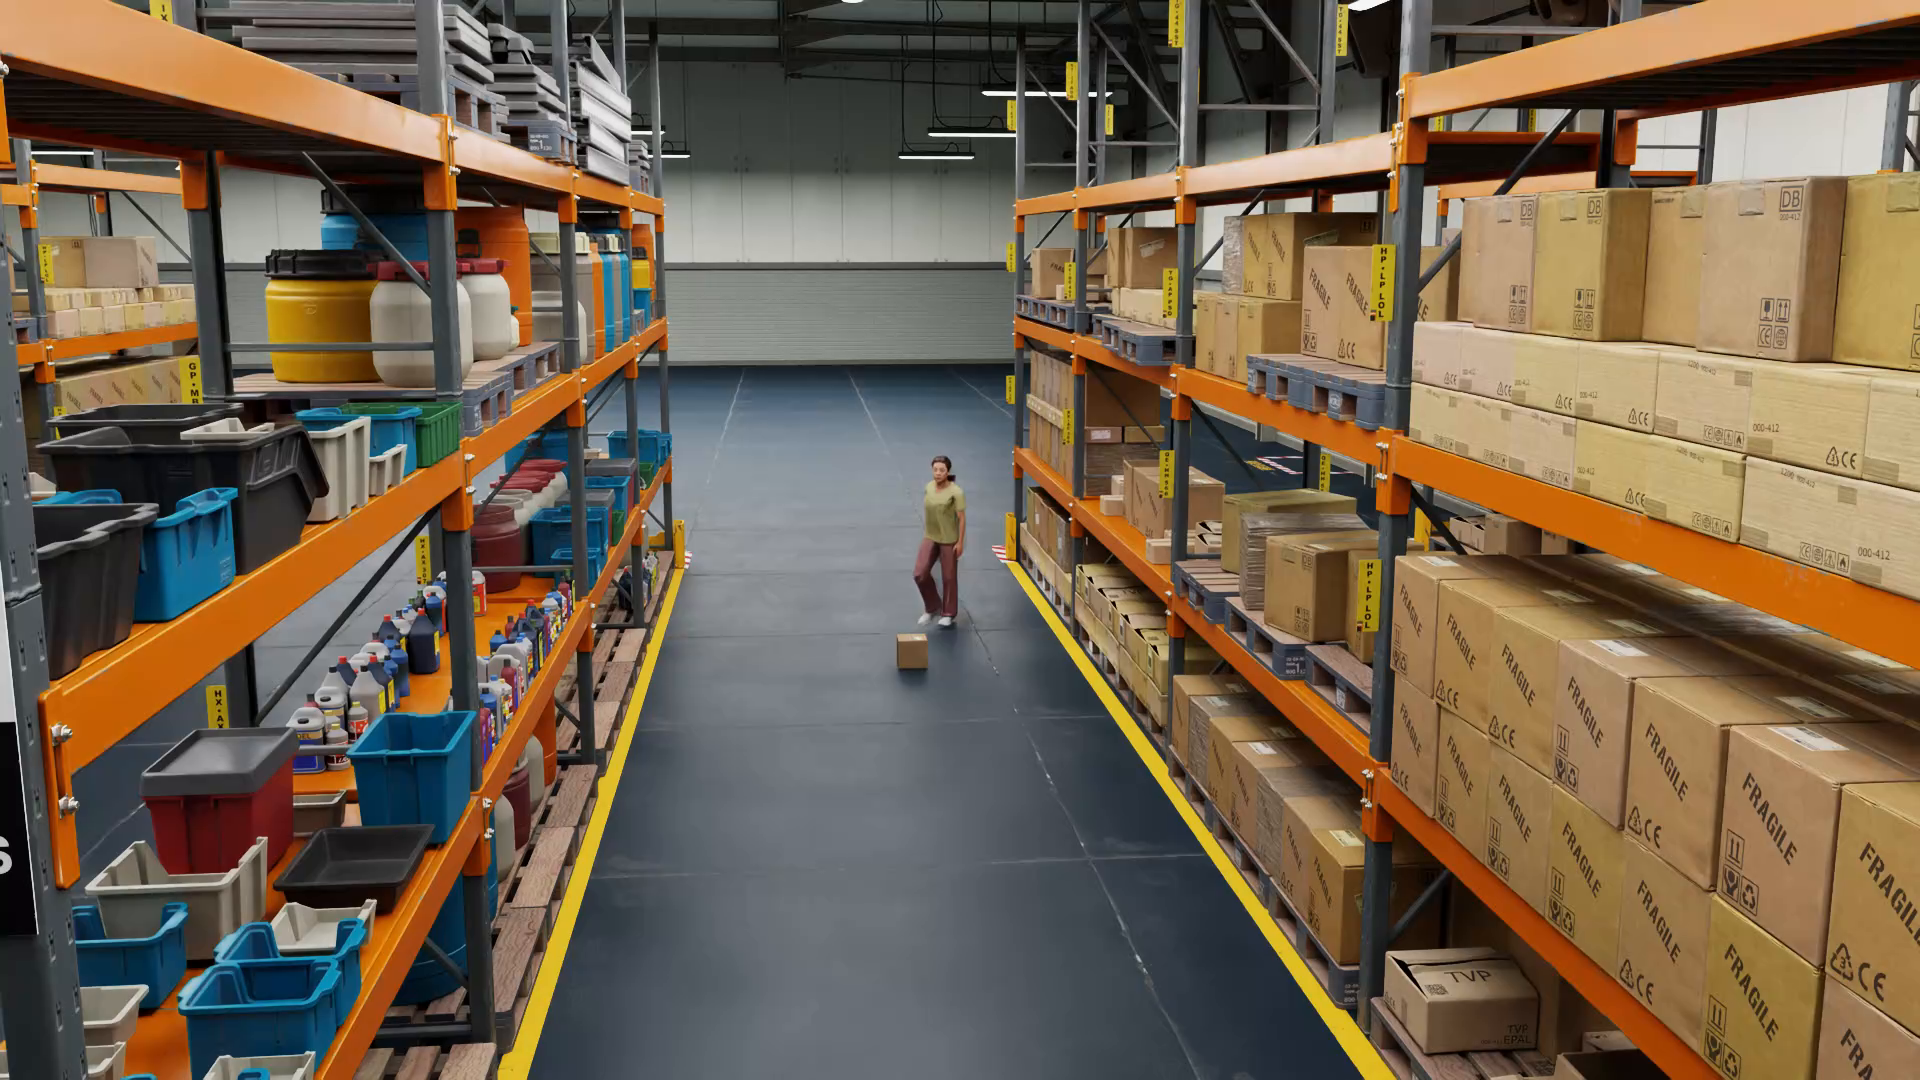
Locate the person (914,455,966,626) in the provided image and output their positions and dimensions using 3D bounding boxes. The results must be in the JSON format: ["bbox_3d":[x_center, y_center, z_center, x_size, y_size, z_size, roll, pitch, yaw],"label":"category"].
[{"bbox_3d":[-0.155,0.011,15.762,0.476,1.651,0.509,5,11,25],"label":"person"}]
